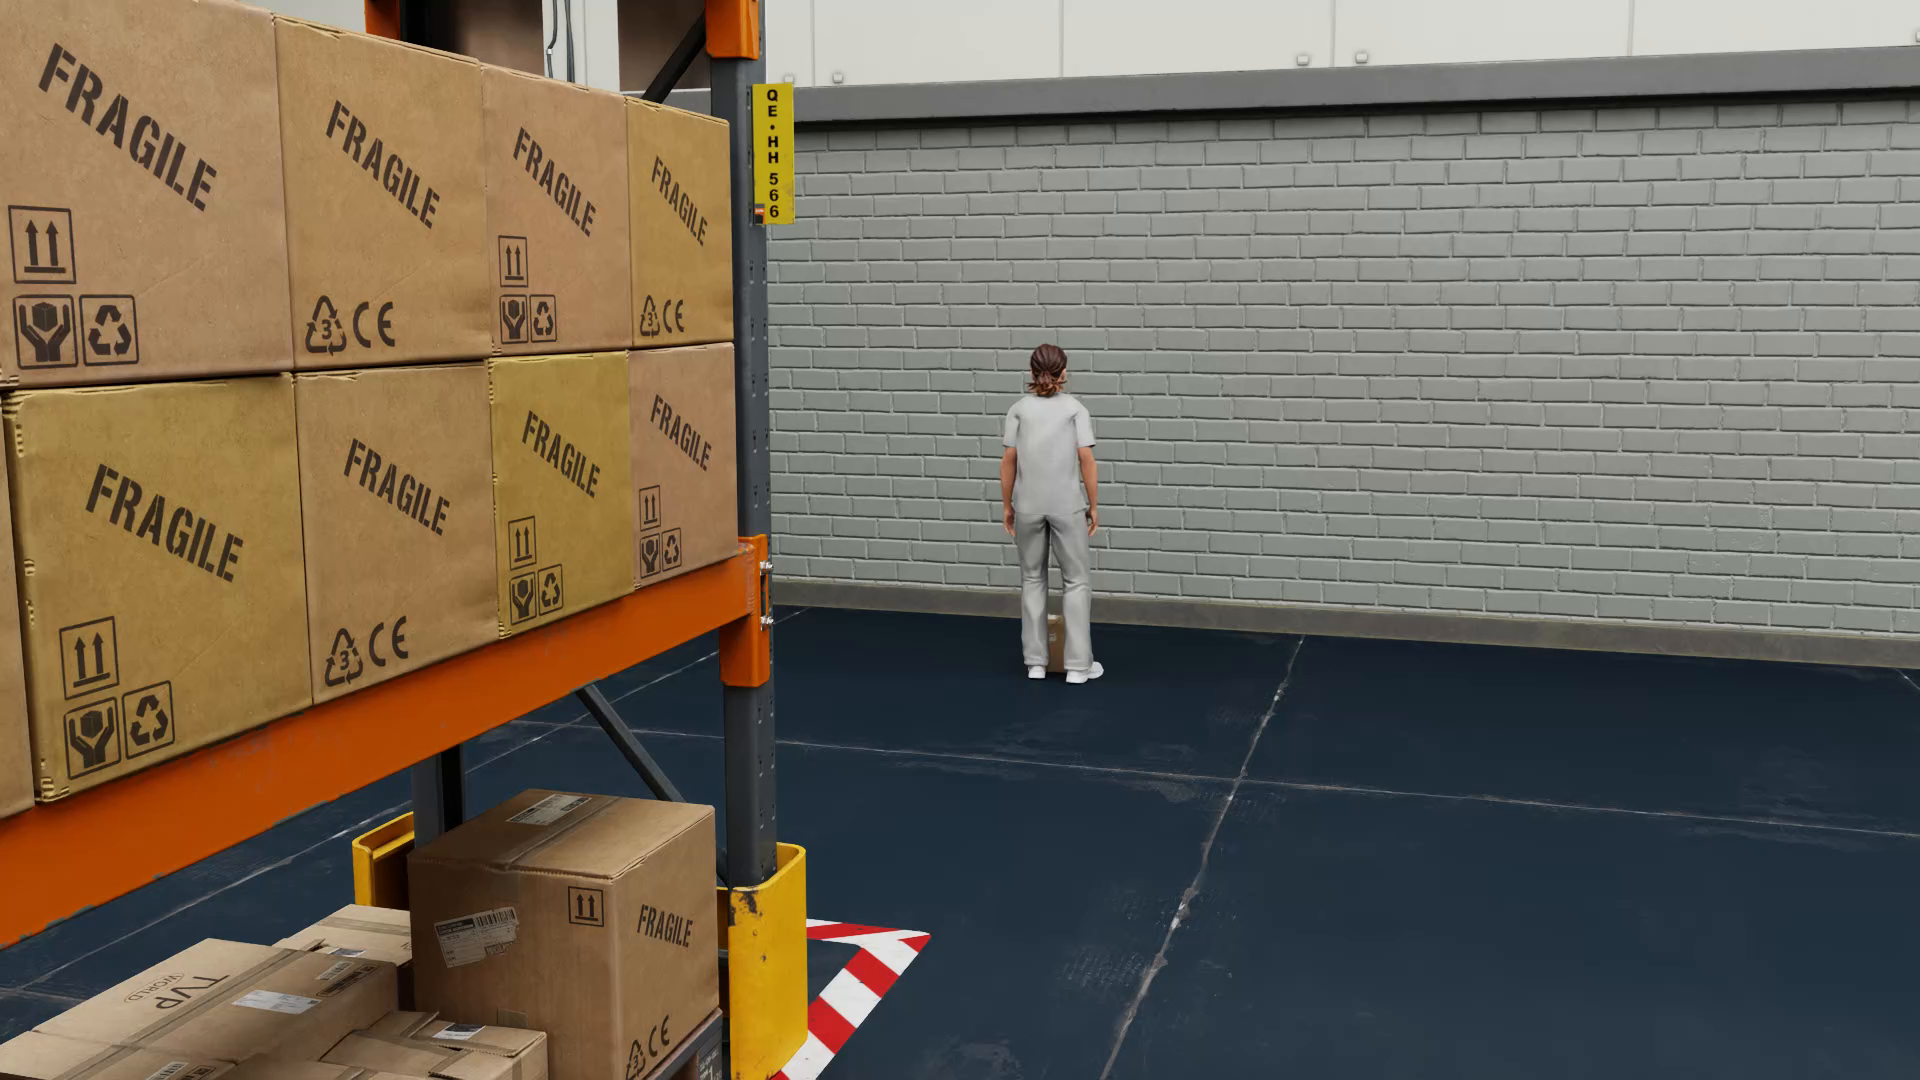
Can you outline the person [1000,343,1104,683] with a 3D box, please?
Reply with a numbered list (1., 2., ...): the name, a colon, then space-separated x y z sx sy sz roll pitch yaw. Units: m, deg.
1. person: 0.459 -0.073 8.280 0.504 1.543 0.416 2 9 13
